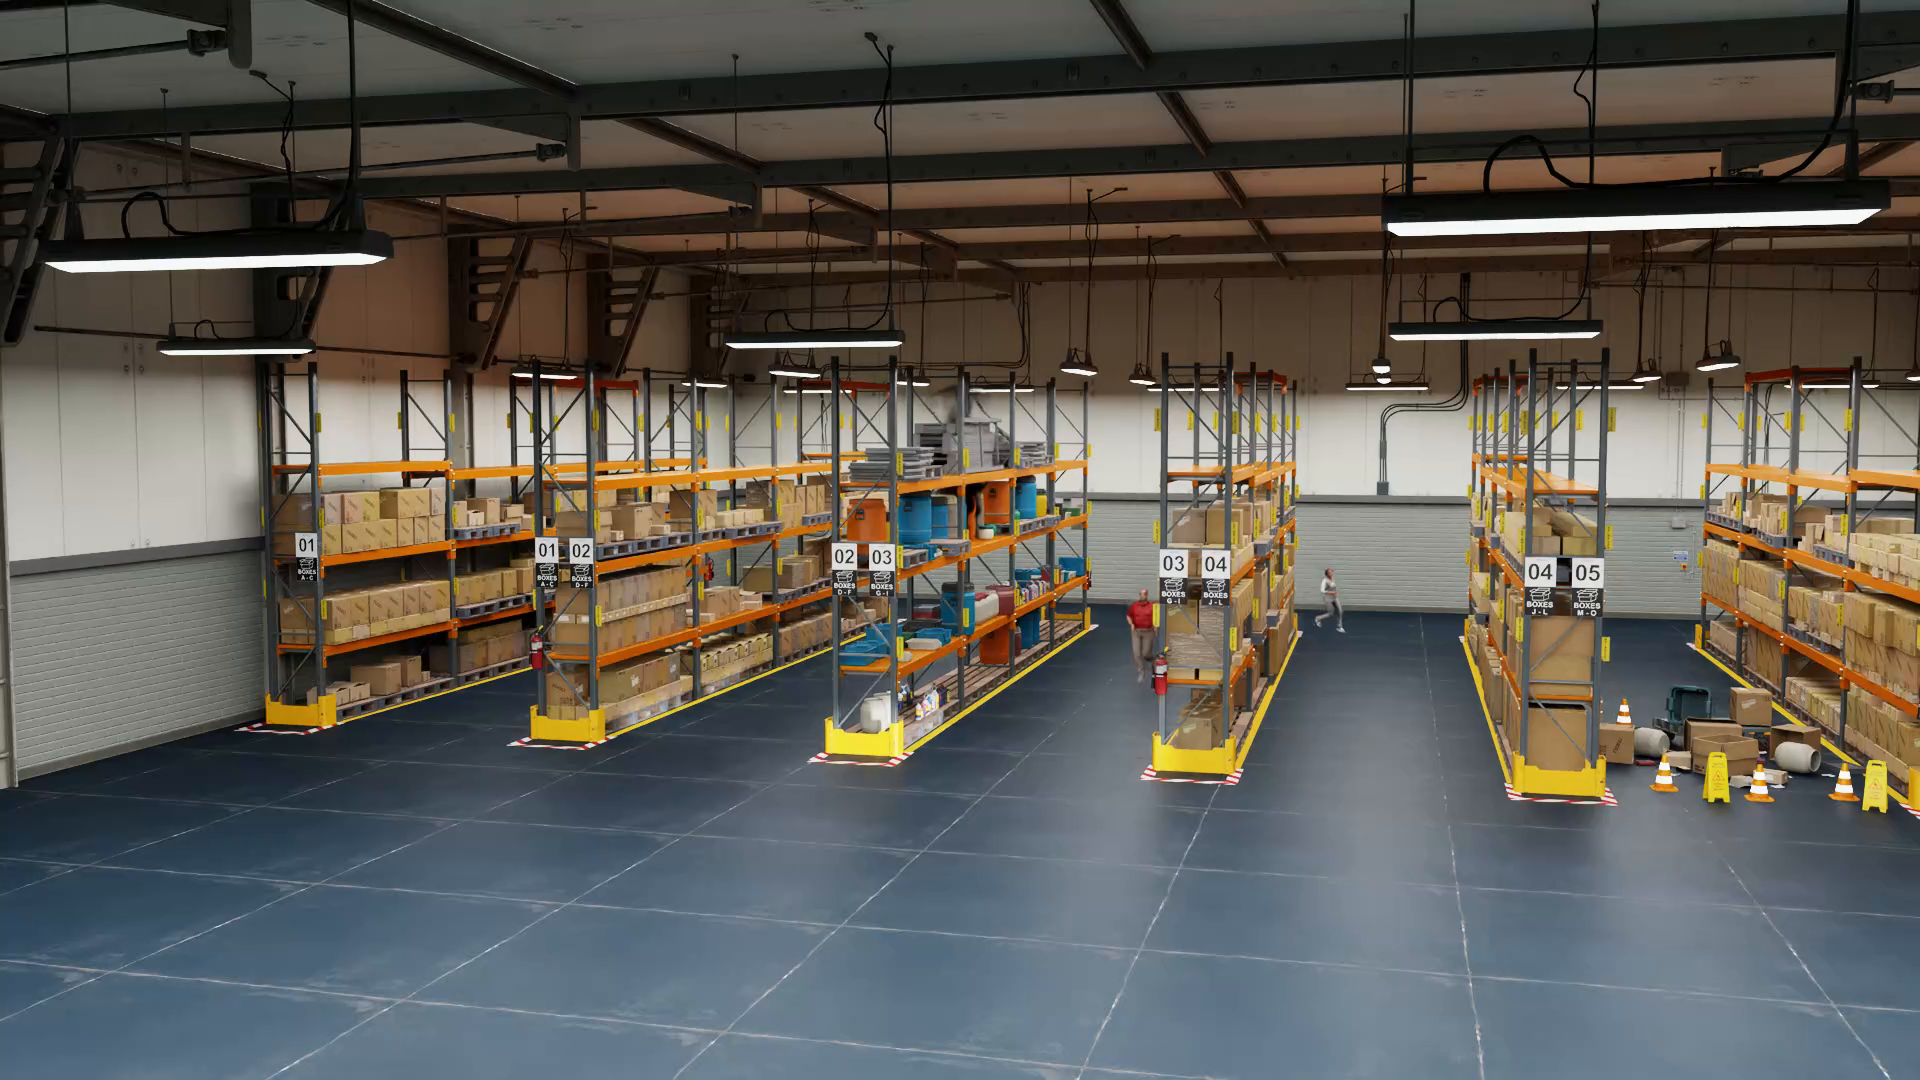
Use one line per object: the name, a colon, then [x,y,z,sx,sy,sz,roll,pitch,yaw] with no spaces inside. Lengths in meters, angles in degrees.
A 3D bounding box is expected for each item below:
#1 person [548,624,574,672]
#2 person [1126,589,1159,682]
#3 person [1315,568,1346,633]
person: [-7.082,2.121,29.909,0.597,1.625,0.990,1,4,14]
person: [3.358,1.737,30.447,0.665,1.699,0.603,1,4,18]
person: [8.833,1.452,39.846,0.572,1.561,0.723,-3,5,-40]
